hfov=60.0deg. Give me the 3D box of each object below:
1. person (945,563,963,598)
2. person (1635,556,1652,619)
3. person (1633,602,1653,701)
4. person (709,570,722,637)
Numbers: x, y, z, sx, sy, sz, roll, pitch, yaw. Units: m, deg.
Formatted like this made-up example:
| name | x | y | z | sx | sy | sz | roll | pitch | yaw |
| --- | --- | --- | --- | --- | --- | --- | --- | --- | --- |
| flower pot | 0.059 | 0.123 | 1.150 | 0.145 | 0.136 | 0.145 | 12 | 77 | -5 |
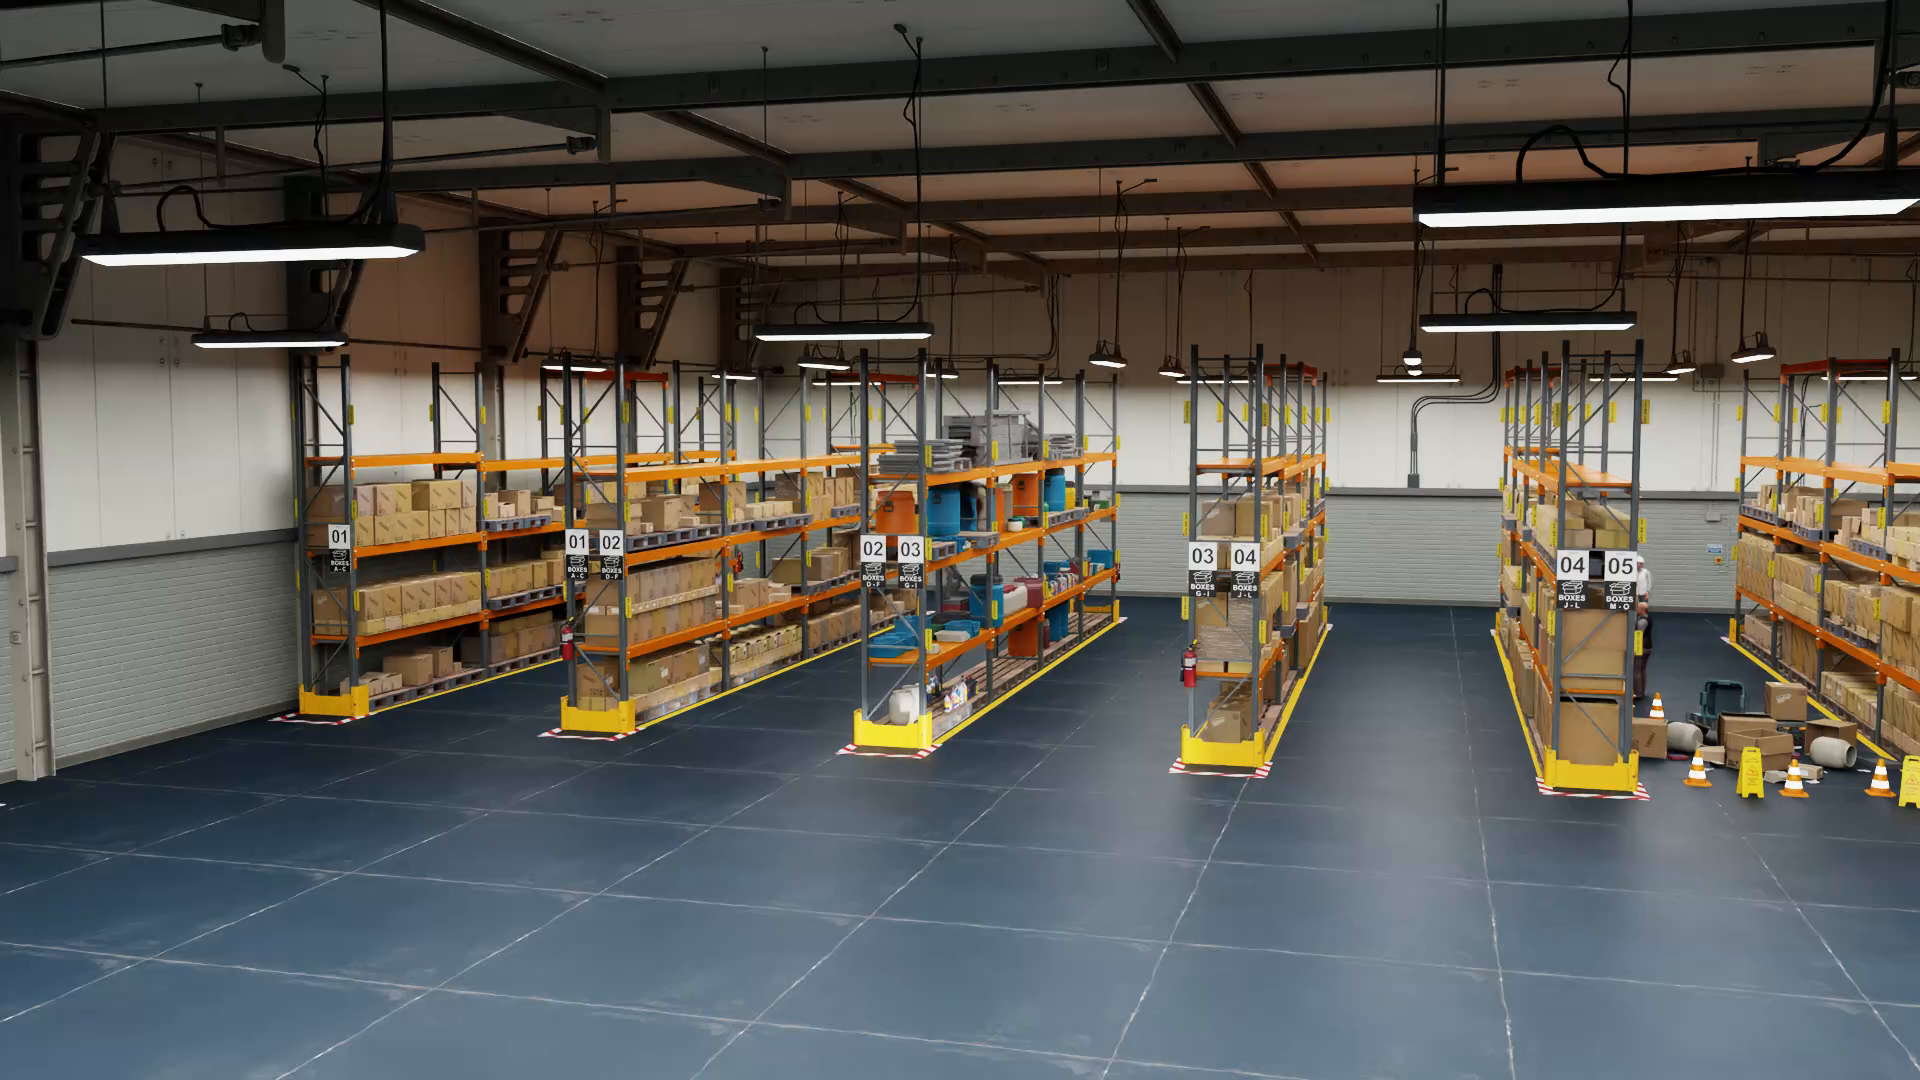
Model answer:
| name | x | y | z | sx | sy | sz | roll | pitch | yaw |
| --- | --- | --- | --- | --- | --- | --- | --- | --- | --- |
| person | -0.195 | 0.812 | 44.810 | 0.463 | 1.662 | 0.504 | 2 | 5 | 29 |
| person | 15.725 | 1.239 | 38.501 | 0.535 | 1.721 | 1.054 | 2 | 5 | 26 |
| person | 11.940 | 1.950 | 29.333 | 0.577 | 1.724 | 0.512 | -4 | 6 | -39 |
| person | -5.524 | 1.428 | 37.054 | 0.452 | 1.605 | 0.978 | 1 | 4 | 9 |
